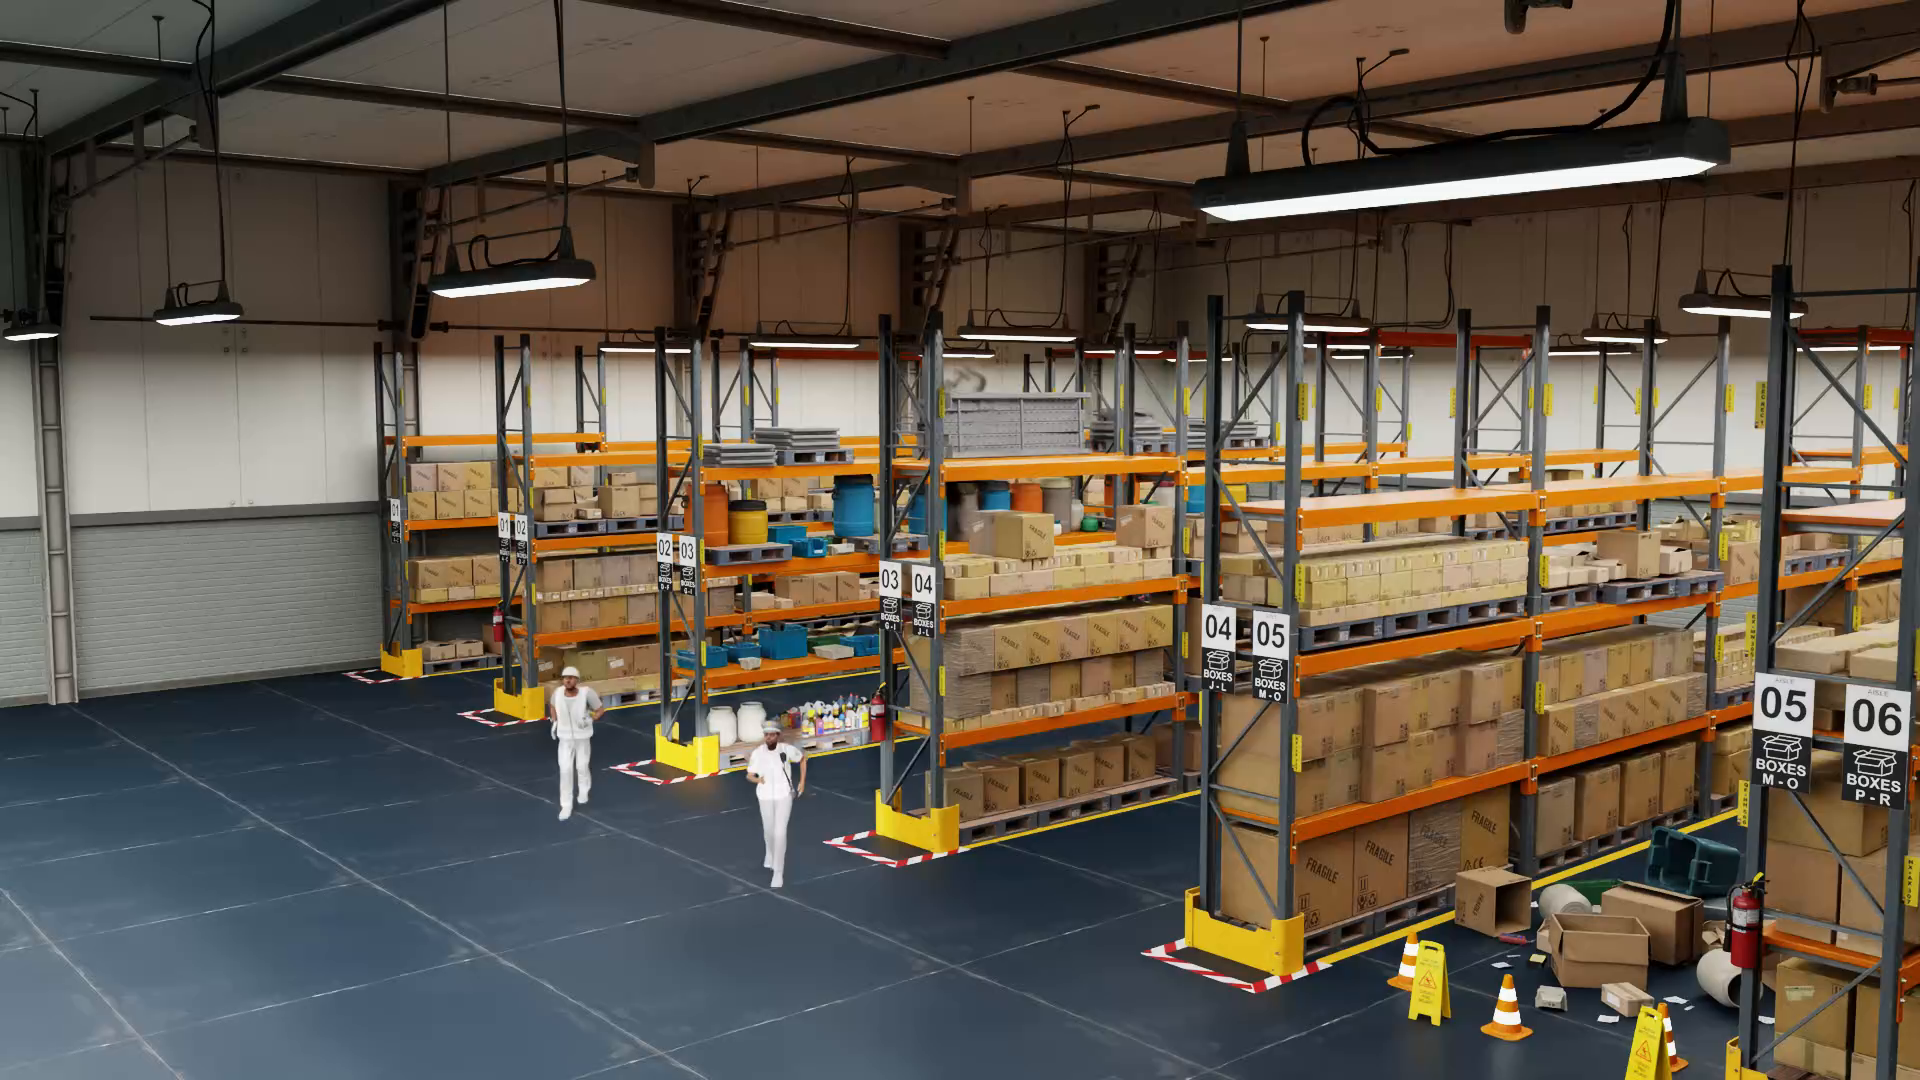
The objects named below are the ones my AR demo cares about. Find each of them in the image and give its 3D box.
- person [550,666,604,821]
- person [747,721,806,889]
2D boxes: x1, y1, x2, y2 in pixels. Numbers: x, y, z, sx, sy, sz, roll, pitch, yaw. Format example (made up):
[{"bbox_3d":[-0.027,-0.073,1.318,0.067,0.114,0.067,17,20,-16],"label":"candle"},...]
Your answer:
[{"bbox_3d":[-4.669,2.425,20.284,0.673,1.819,0.855,0,5,-4],"label":"person"},{"bbox_3d":[-1.928,2.735,17.516,0.586,1.747,0.893,0,5,5],"label":"person"}]
